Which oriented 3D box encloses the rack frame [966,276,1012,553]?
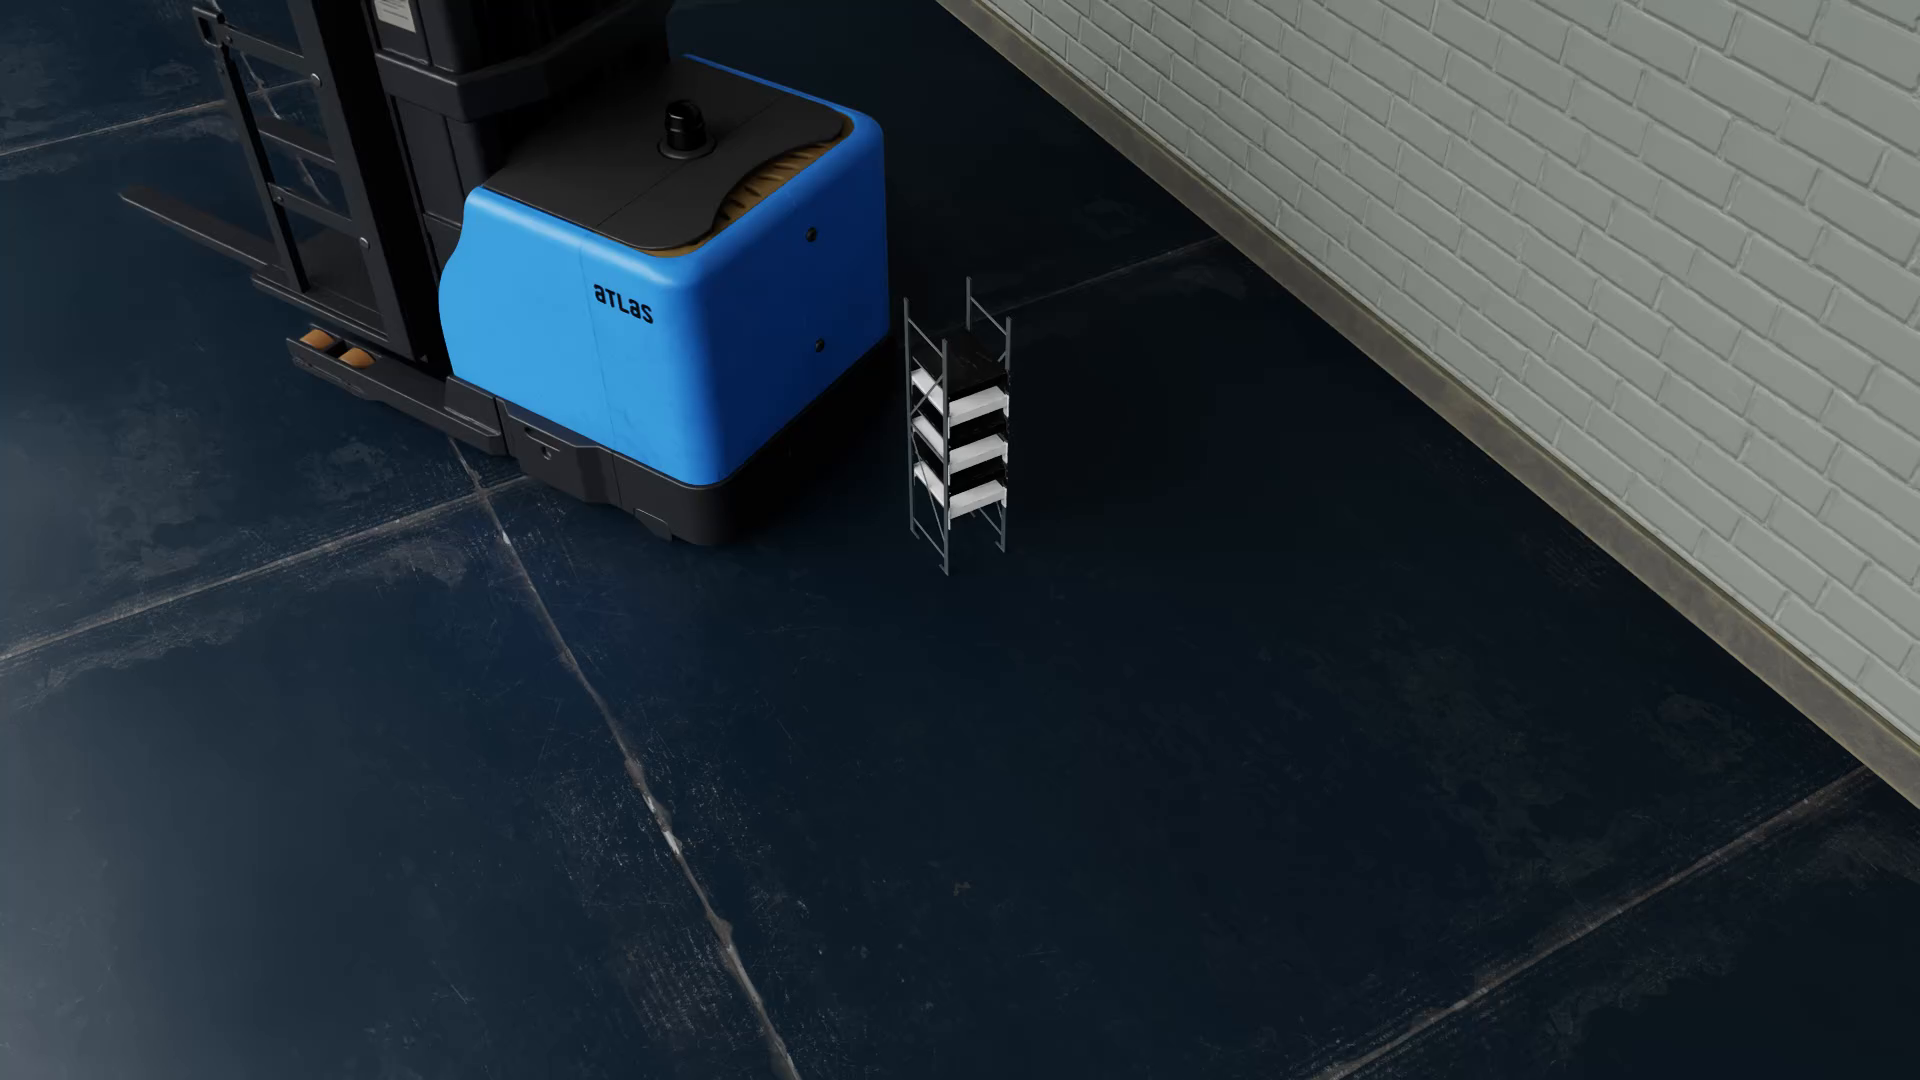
[{"bbox_3d":[0.081,-0.355,4.970,0.006,0.900,0.240,-22,48,-21],"label":"rack frame"}]

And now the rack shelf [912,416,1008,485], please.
[{"bbox_3d":[-0.007,-0.296,4.957,0.200,0.077,0.258,-22,48,-21],"label":"rack shelf"}]

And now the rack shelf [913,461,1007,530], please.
[{"bbox_3d":[-0.007,-0.167,5.082,0.200,0.077,0.258,-22,48,-21],"label":"rack shelf"}]

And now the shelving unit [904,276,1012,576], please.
[{"bbox_3d":[-0.007,-0.320,4.934,0.210,0.900,0.258,-22,48,-21],"label":"shelving unit"}]

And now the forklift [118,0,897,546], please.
[{"bbox_3d":[-1.732,-1.830,5.031,3.031,2.935,1.130,24,49,23],"label":"forklift"}]

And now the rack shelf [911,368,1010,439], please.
[{"bbox_3d":[-0.007,-0.425,4.832,0.200,0.077,0.258,-22,48,-21],"label":"rack shelf"}]

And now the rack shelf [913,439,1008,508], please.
[{"bbox_3d":[-0.007,-0.232,5.020,0.200,0.077,0.258,-22,48,-21],"label":"rack shelf"}]

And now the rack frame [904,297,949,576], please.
[{"bbox_3d":[-0.095,-0.285,4.897,0.006,0.900,0.240,-22,48,-21],"label":"rack frame"}]

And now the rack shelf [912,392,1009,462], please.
[{"bbox_3d":[-0.007,-0.361,4.894,0.200,0.077,0.258,-22,48,-21],"label":"rack shelf"}]

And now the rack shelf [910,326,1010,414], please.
[{"bbox_3d":[-0.007,-0.490,4.769,0.200,0.077,0.258,-22,48,-21],"label":"rack shelf"}]
